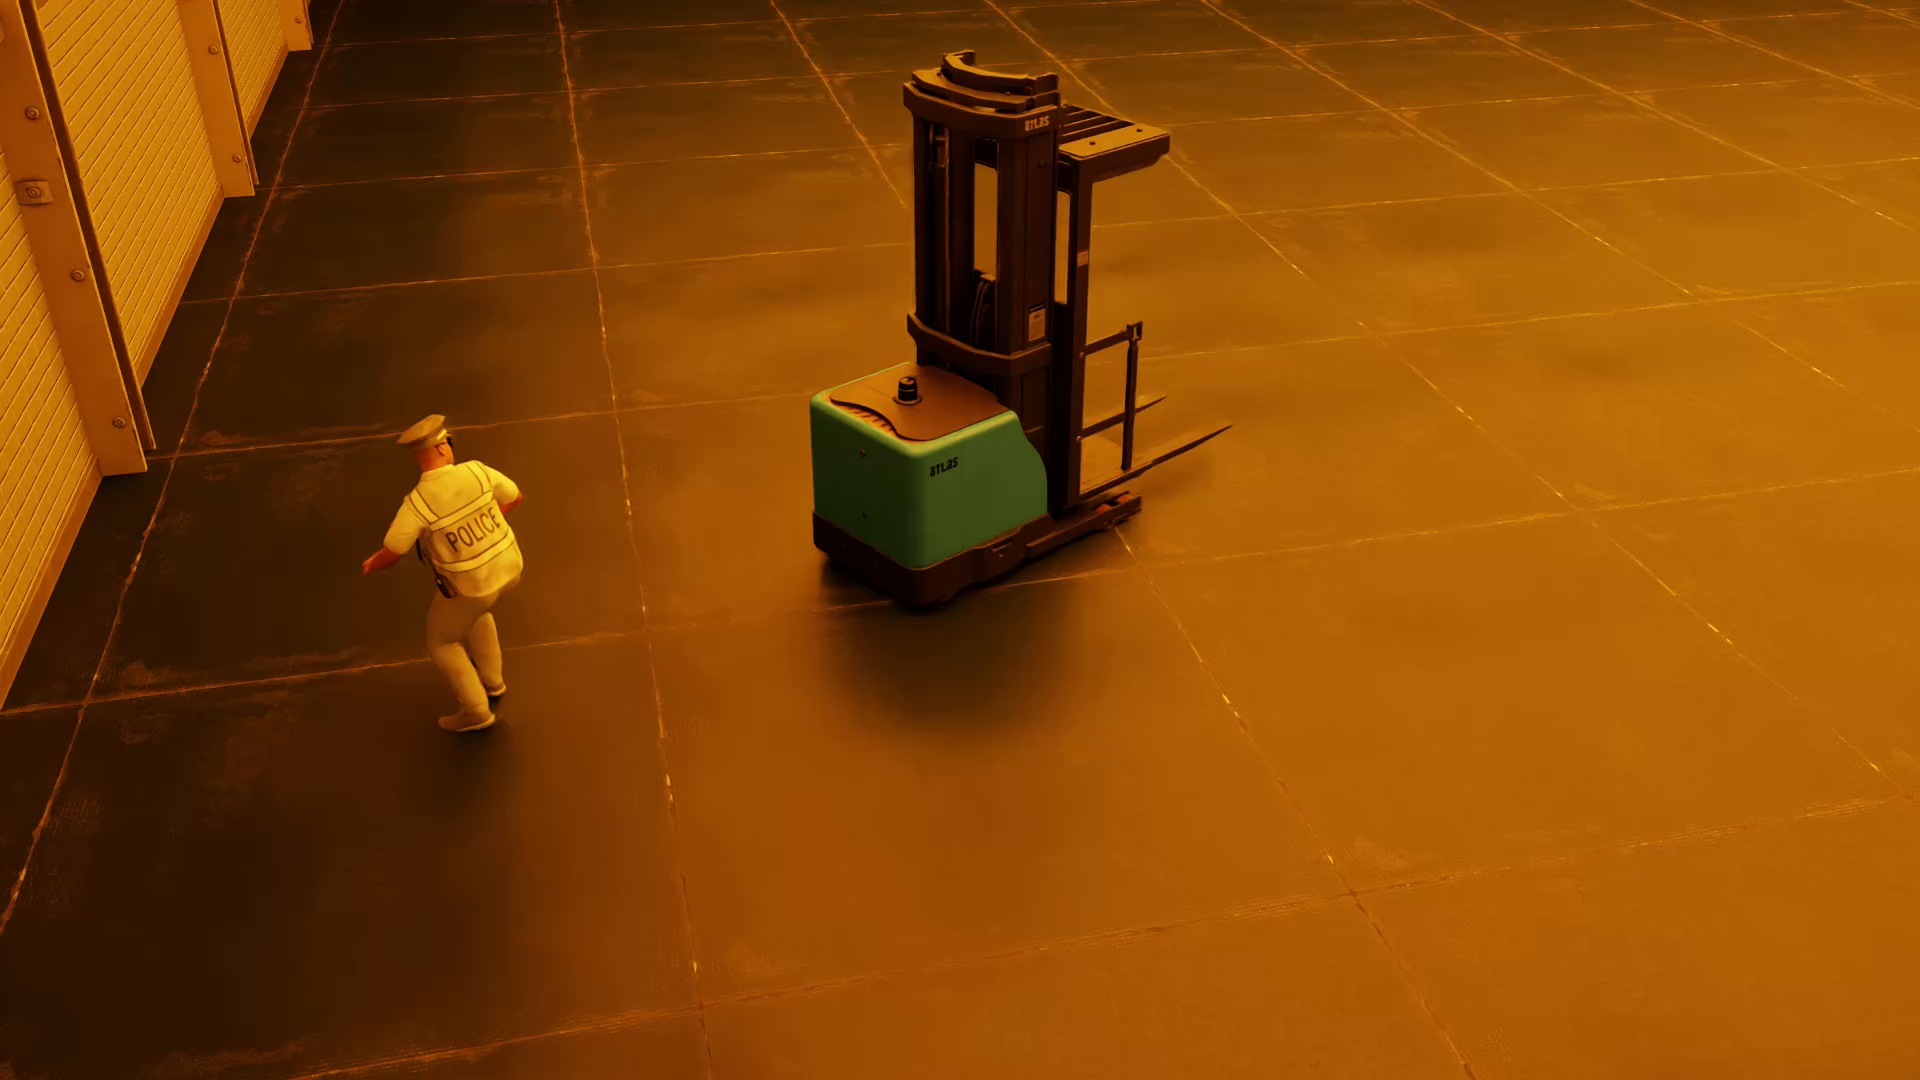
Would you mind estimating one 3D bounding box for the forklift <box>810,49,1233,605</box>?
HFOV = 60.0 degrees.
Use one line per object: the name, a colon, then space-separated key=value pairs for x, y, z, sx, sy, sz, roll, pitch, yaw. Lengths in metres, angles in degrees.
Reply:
forklift: x=0.531 y=-1.505 z=10.174 sx=3.031 sy=2.935 sz=1.130 roll=-24 pitch=38 yaw=-35
